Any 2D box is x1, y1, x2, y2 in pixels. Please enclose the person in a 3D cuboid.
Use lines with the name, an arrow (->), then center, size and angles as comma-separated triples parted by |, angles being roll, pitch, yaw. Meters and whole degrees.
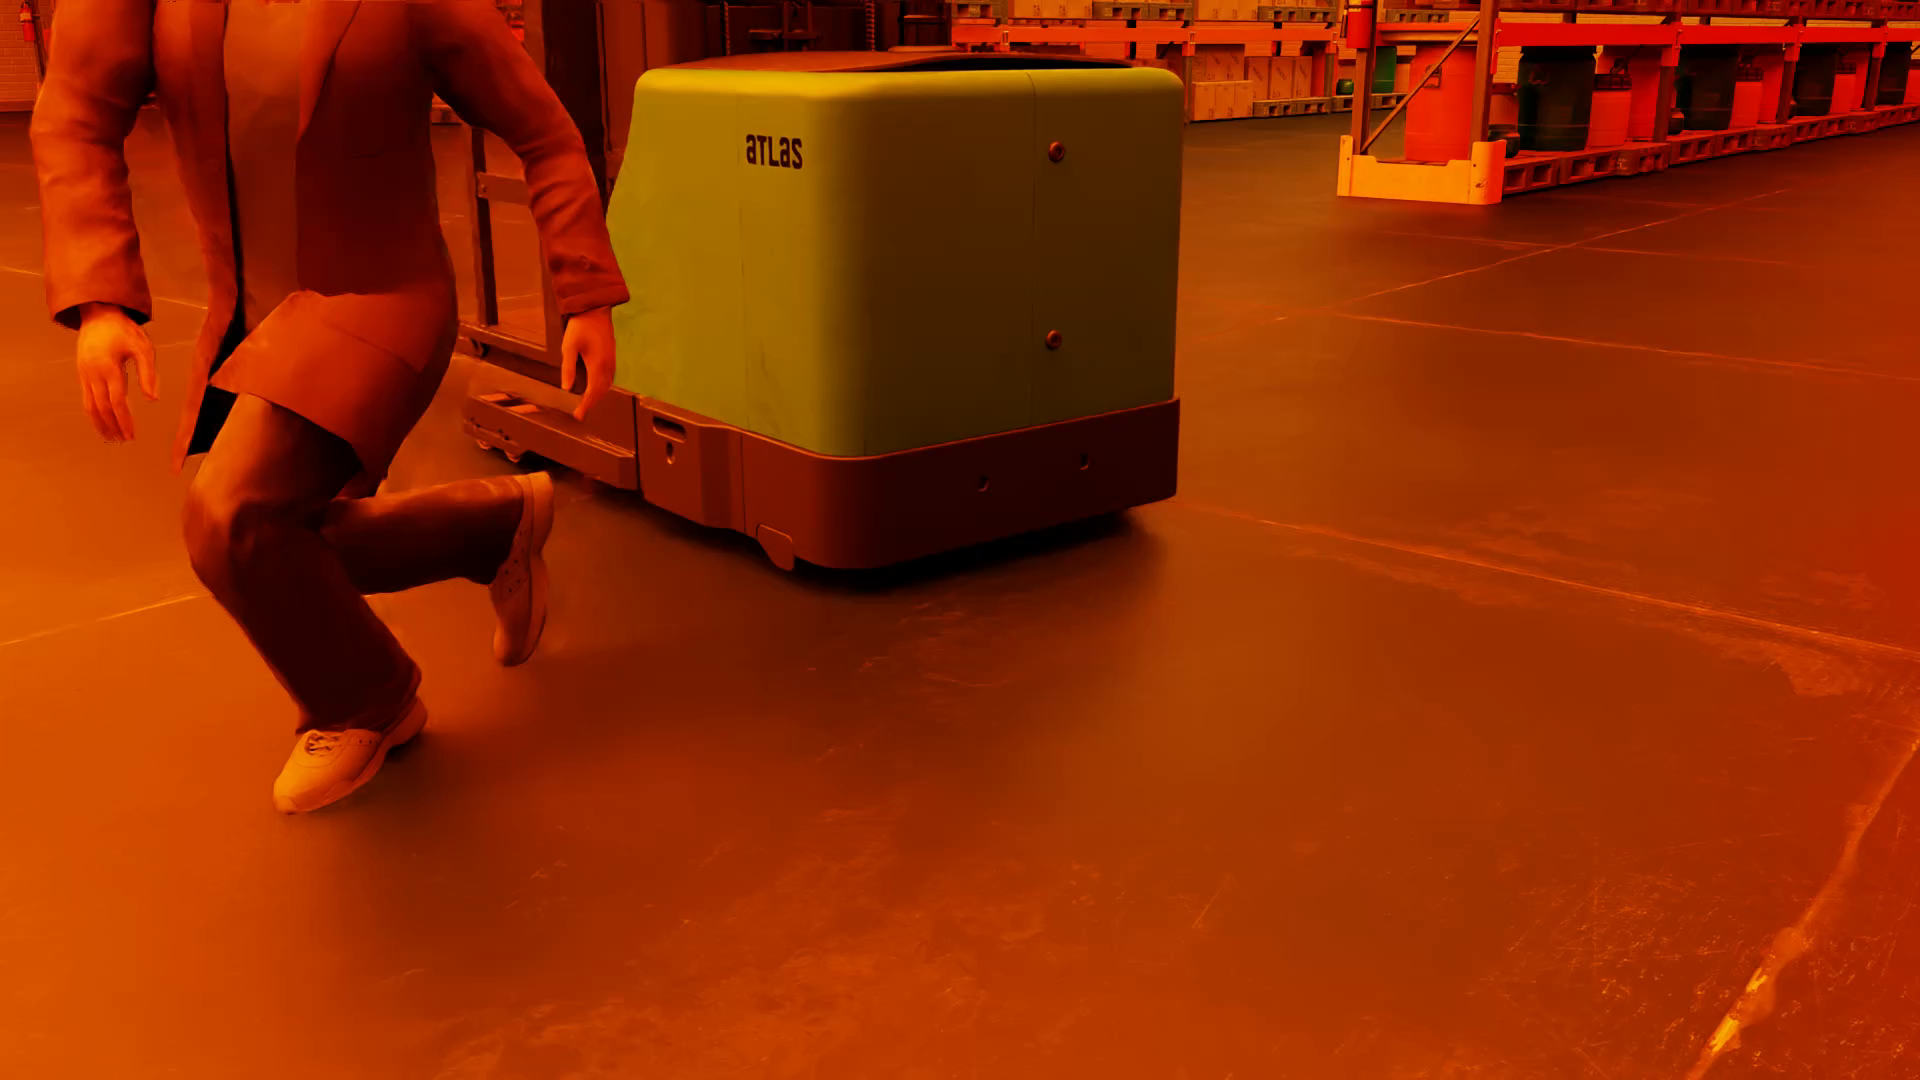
person -> -0.924, -0.383, 2.622 | 0.712, 1.552, 0.864 | 6, 18, 18

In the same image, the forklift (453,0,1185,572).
forklift -> -0.782, -1.697, 4.485 | 1.130, 2.935, 3.031 | -13, 21, -37
